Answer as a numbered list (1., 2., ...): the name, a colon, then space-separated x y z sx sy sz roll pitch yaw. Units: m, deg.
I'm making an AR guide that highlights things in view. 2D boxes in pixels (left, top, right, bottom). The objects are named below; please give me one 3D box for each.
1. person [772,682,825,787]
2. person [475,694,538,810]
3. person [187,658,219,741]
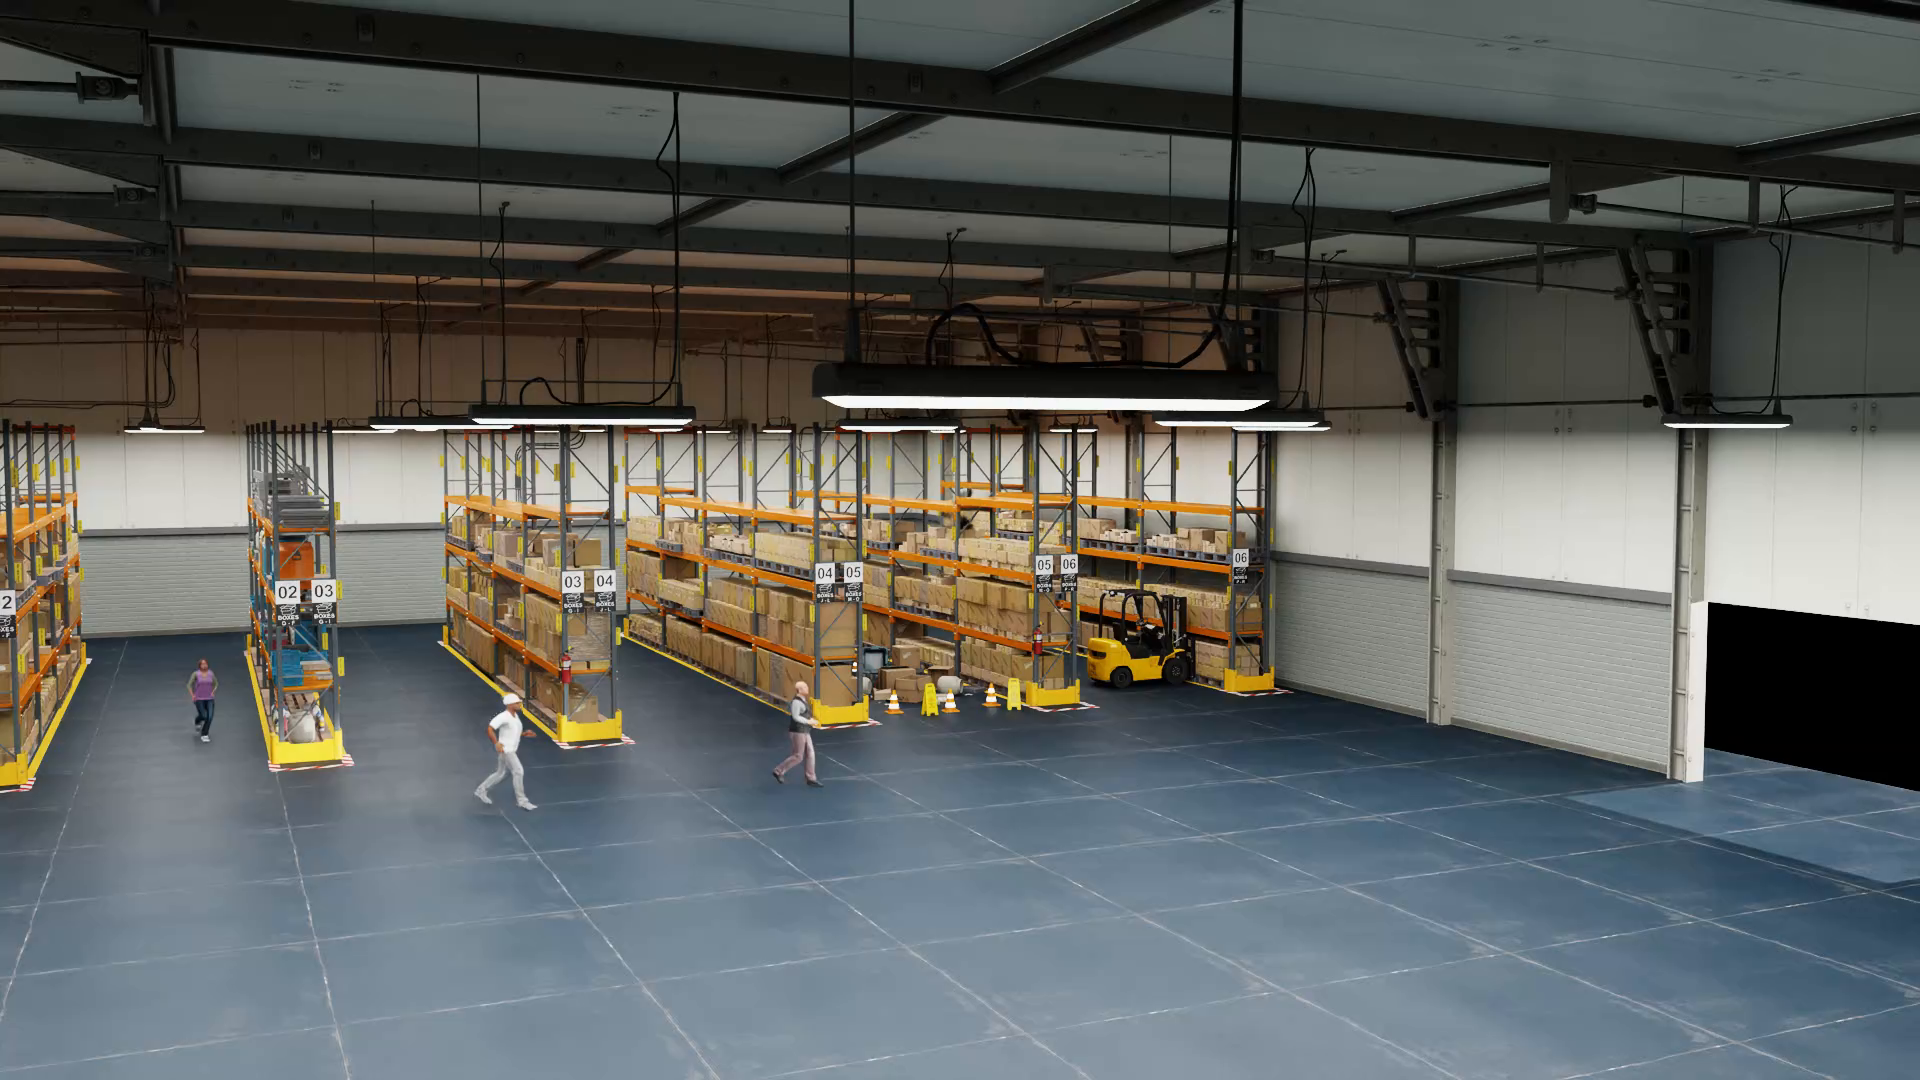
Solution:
1. person: -2.632 3.168 27.094 0.846 1.739 0.680 0 4 4
2. person: -6.972 3.246 25.496 0.971 1.777 0.646 0 4 -5
3. person: -14.195 3.009 31.226 0.536 1.536 0.544 -3 5 -39
